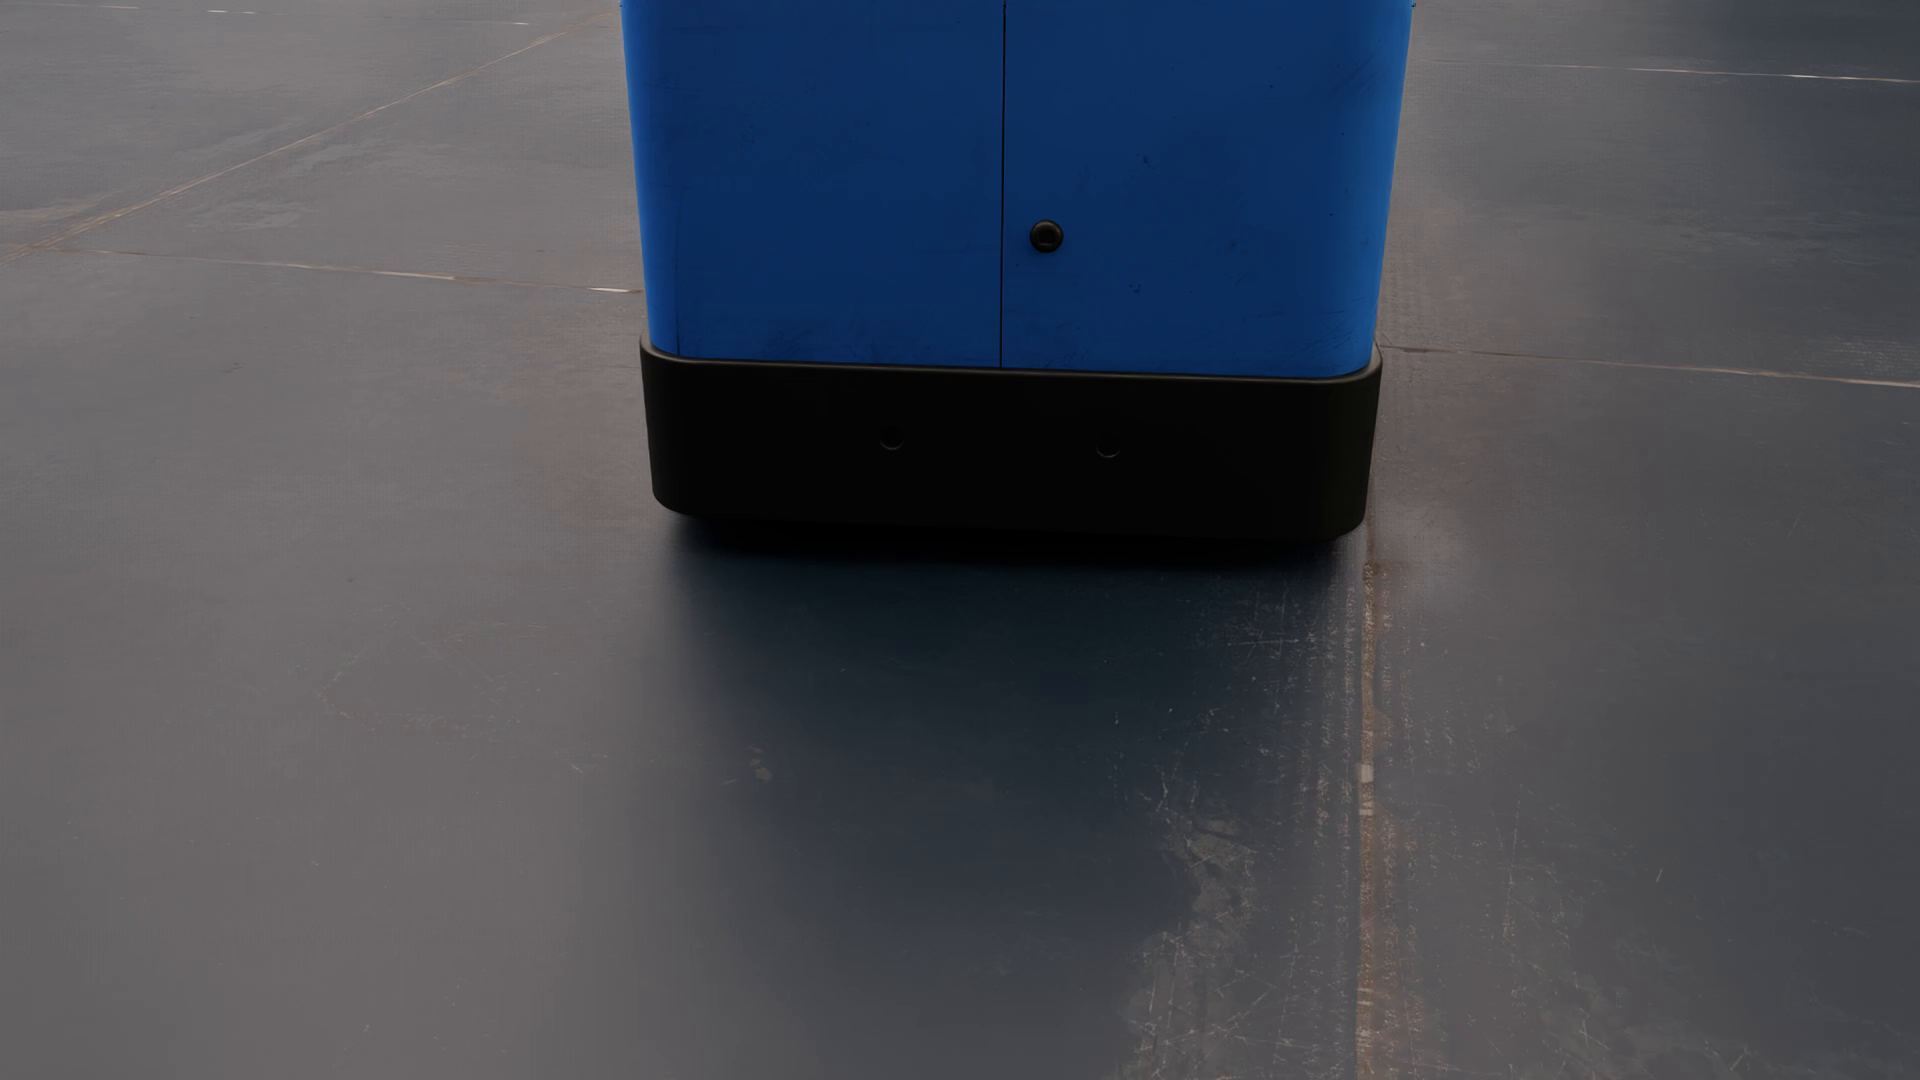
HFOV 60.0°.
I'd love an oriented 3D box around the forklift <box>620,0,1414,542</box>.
[{"bbox_3d":[0.190,-1.938,3.087,1.130,2.935,3.031,2,27,5],"label":"forklift"}]
